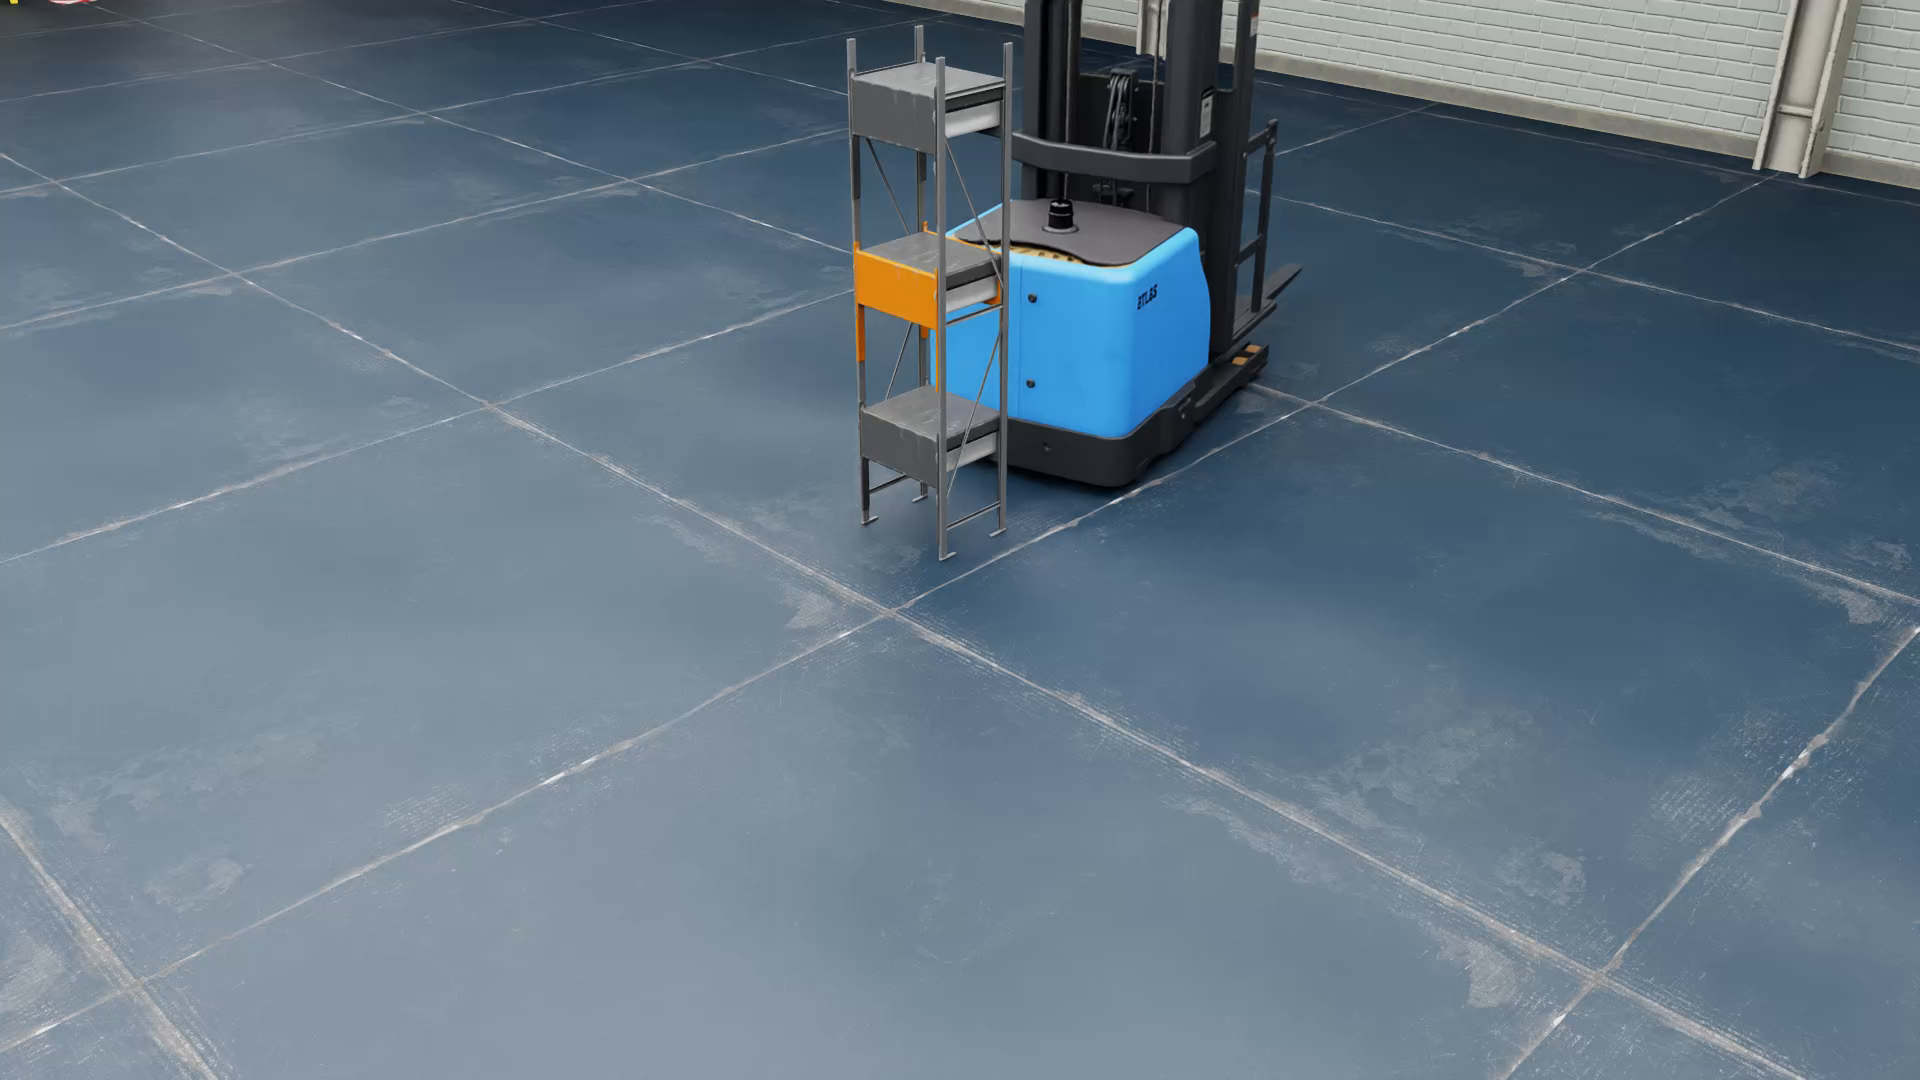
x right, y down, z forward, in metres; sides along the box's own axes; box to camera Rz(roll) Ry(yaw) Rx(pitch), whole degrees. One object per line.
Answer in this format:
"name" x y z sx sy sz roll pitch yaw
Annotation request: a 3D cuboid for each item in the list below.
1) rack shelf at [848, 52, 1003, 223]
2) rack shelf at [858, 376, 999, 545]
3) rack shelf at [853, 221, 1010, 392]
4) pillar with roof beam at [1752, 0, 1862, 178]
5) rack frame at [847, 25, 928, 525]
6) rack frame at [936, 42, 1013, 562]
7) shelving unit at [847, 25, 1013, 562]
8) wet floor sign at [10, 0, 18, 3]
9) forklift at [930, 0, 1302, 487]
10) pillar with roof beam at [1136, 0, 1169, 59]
"rack shelf" -0.118 -1.591 6.545 0.480 0.518 0.431 25 36 38
"rack shelf" -0.118 -0.352 7.196 0.480 0.518 0.431 25 36 38
"rack shelf" -0.118 -0.971 6.870 0.480 0.518 0.431 25 36 38
"pillar with roof beam" 3.234 -5.357 7.769 0.400 9.000 9.100 25 36 38
"rack frame" -0.292 -1.063 7.015 0.015 2.100 0.400 25 36 38
"rack frame" 0.056 -0.904 6.713 0.015 2.100 0.400 25 36 38
"shelving unit" -0.118 -0.983 6.864 0.503 2.100 0.431 25 36 38
"wet floor sign" -10.811 -6.370 18.670 0.267 0.644 0.232 -13 30 -22
"forklift" 1.000 -2.190 8.266 1.130 2.935 3.031 14 31 25
"pillar with roof beam" -1.044 -7.315 11.492 0.400 9.000 9.100 25 36 38
